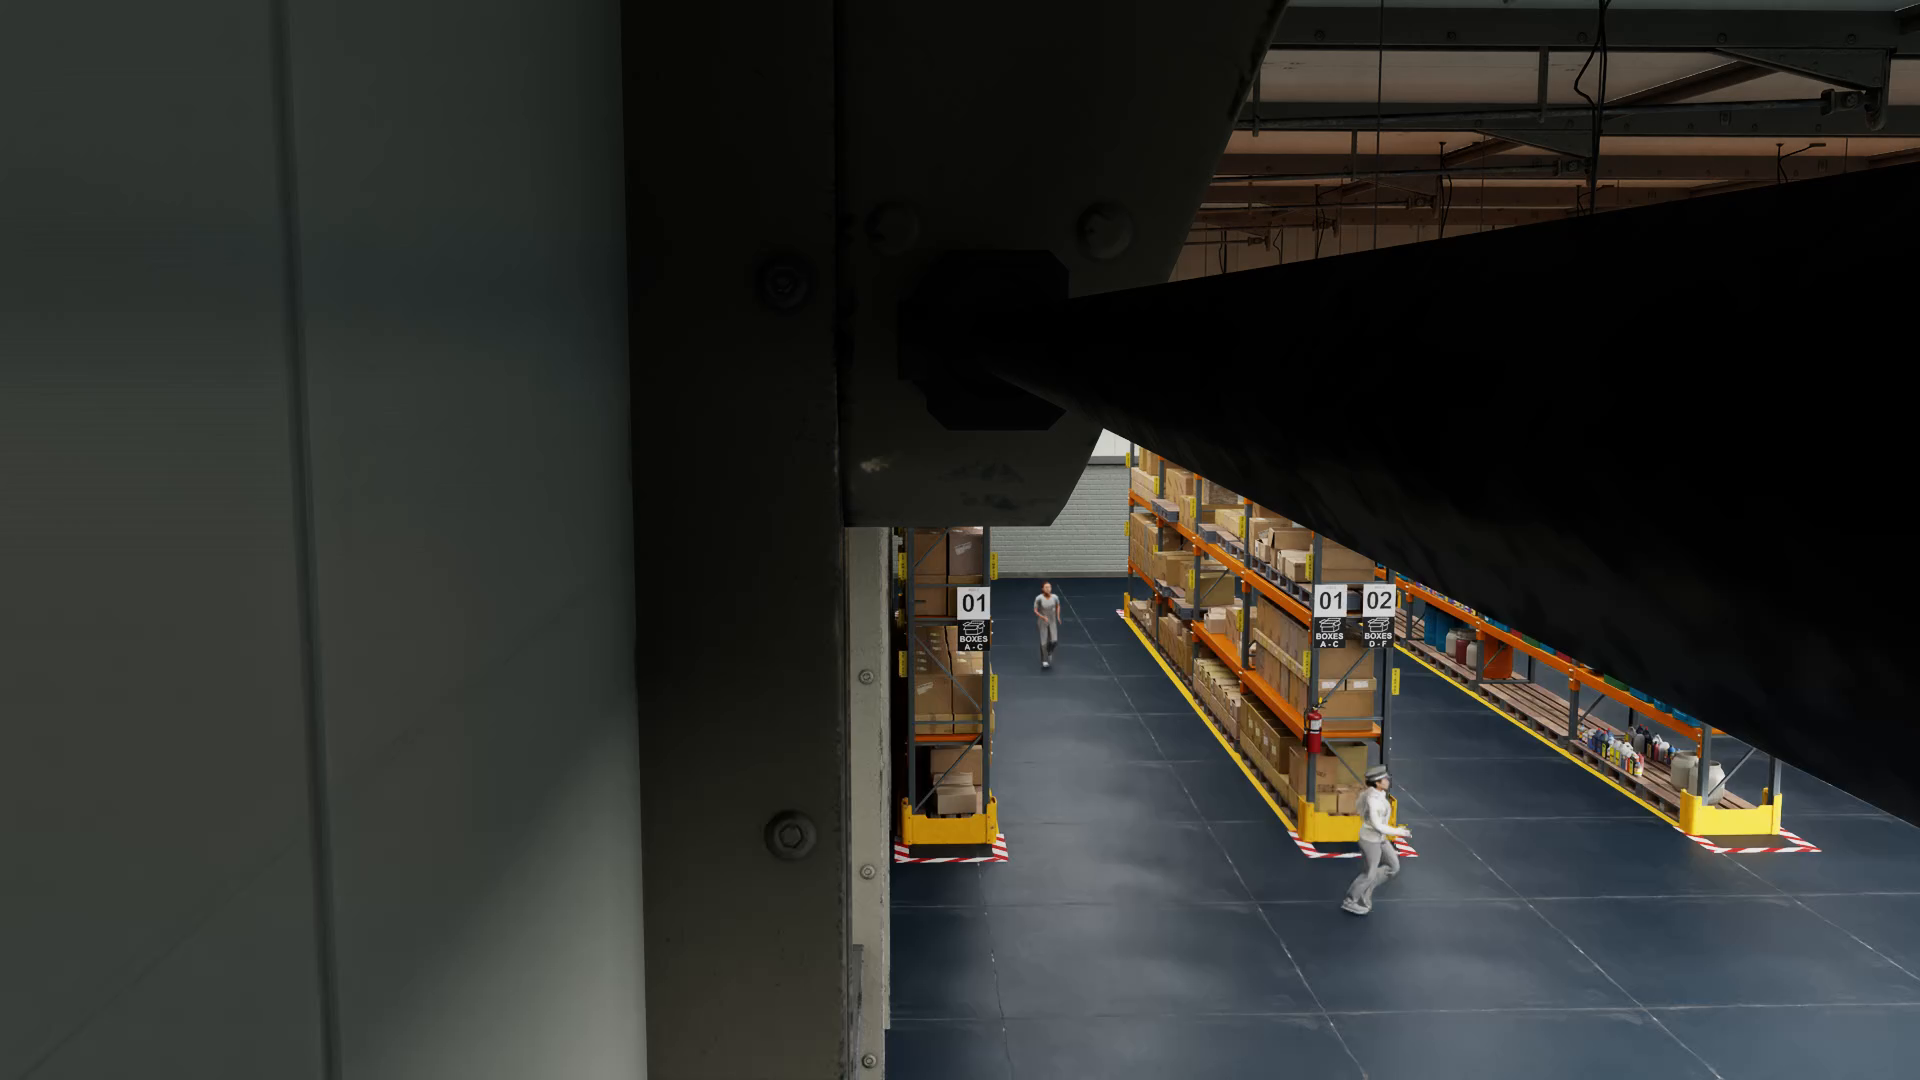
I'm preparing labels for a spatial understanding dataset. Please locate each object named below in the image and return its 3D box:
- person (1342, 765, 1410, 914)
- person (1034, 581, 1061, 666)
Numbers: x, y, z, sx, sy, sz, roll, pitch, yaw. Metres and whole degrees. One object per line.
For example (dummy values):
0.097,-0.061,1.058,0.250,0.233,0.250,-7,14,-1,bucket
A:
4.486,3.219,17.885,0.691,1.648,0.582,2,8,19,person
1.638,1.564,30.957,0.544,1.624,0.636,-1,7,-10,person
